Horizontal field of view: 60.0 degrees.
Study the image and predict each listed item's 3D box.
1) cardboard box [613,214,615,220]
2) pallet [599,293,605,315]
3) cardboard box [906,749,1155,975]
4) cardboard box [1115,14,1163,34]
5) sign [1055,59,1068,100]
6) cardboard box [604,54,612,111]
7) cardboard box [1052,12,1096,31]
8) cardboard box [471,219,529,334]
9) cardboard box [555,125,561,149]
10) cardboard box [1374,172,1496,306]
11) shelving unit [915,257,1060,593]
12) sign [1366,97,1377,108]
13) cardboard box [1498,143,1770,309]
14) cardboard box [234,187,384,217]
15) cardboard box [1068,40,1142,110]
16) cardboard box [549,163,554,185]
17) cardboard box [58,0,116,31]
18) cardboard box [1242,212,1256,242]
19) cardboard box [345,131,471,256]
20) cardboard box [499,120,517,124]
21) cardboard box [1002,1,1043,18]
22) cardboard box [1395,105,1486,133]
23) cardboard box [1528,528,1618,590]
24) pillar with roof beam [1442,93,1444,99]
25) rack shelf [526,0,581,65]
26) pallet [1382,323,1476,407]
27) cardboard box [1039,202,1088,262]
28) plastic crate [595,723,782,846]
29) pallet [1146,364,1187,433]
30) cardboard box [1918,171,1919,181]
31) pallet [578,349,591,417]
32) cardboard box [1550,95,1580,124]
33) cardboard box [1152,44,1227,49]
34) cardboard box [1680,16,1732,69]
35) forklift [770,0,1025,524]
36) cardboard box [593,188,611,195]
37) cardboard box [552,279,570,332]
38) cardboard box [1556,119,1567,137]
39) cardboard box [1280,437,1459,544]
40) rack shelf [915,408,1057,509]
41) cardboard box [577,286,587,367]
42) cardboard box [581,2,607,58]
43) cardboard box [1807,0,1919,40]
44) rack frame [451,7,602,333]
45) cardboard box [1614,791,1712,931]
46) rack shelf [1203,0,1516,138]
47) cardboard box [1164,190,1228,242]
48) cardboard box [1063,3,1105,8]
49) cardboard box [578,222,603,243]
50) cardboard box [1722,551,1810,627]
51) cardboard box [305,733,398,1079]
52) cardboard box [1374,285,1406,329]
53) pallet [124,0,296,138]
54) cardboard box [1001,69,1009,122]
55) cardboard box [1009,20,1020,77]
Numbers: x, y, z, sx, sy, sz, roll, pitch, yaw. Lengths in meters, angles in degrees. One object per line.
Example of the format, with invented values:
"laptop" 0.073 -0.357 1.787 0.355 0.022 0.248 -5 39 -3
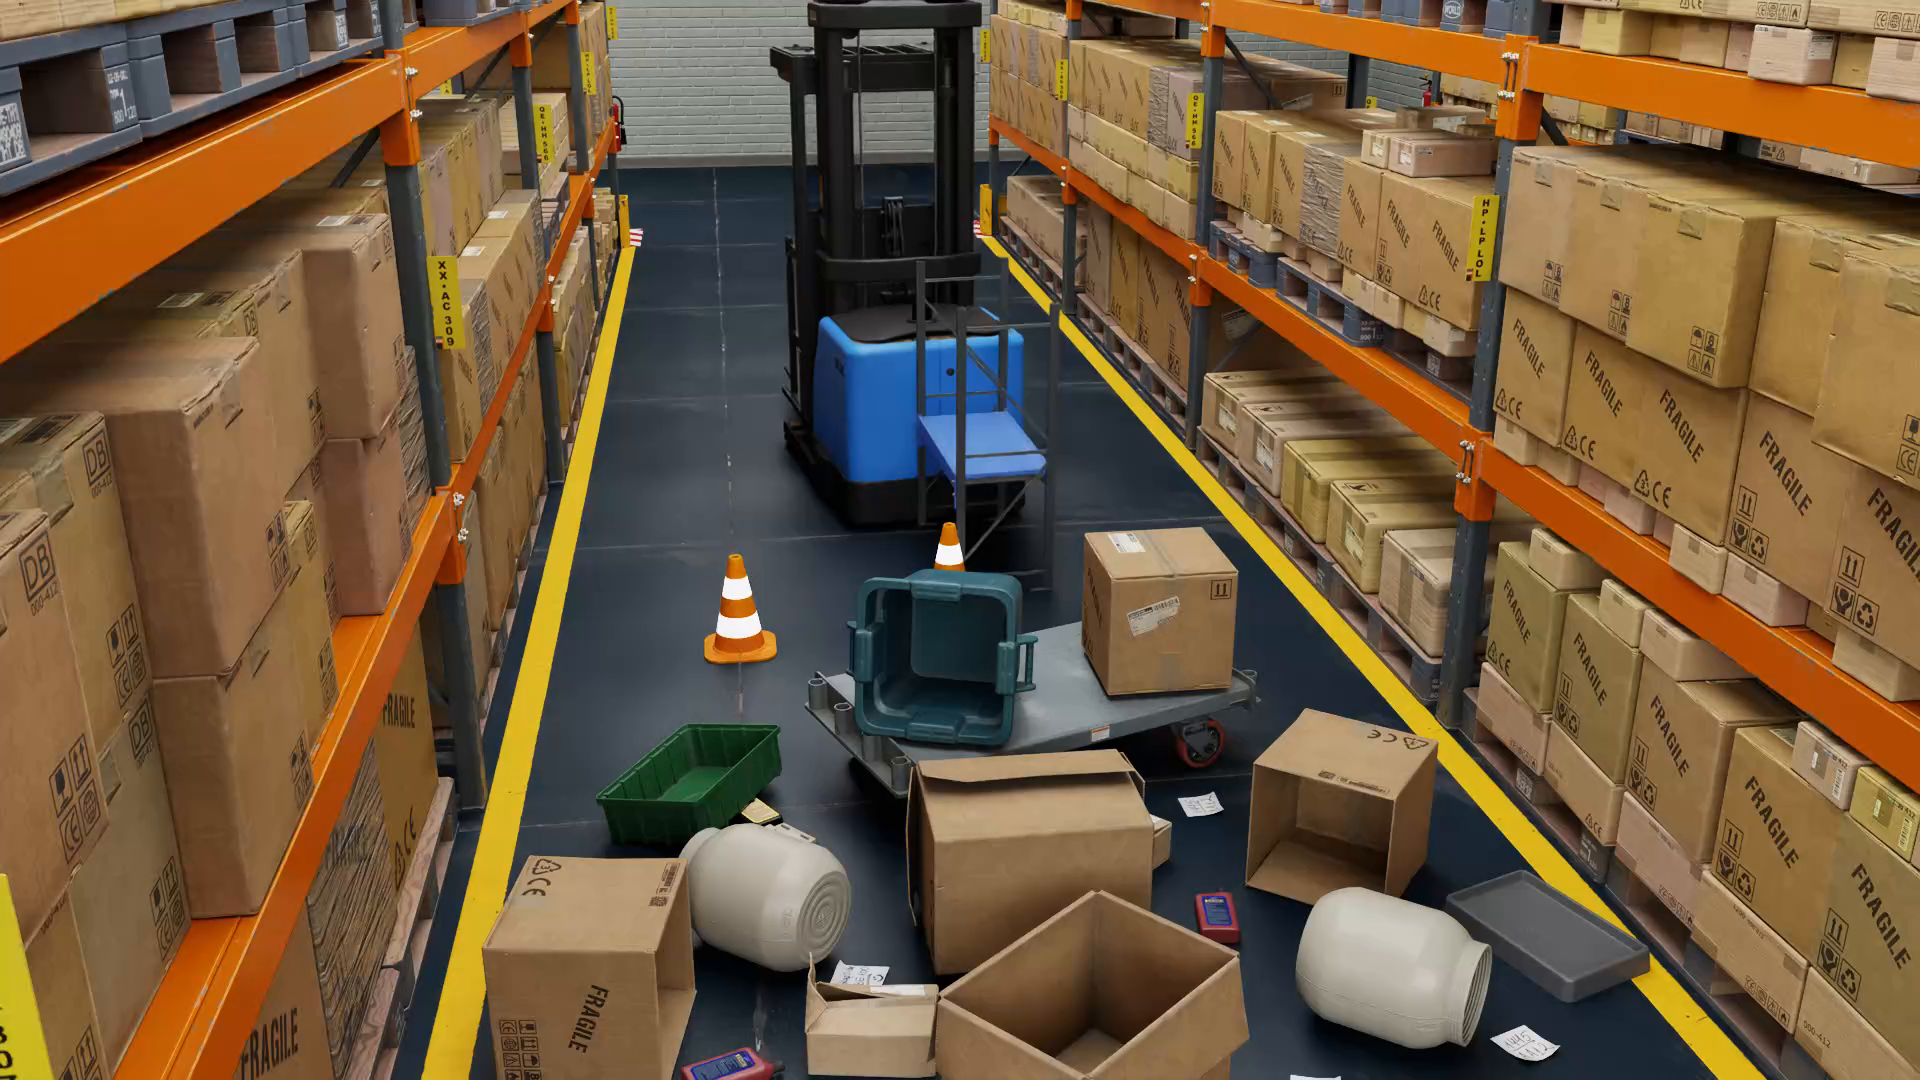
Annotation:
"cardboard box" -3.709 -3.341 16.925 0.380 0.149 0.250 -3 21 -9
"pallet" -3.622 -2.049 14.400 1.003 0.211 1.213 -3 21 -8
"cardboard box" 0.222 1.048 5.497 0.797 0.637 0.503 -3 21 -8
"cardboard box" 1.552 -4.438 14.313 0.380 0.149 0.250 -3 21 -7
"sign" 0.844 -3.823 13.814 0.100 0.325 0.005 -3 21 -8
"cardboard box" -3.748 -4.553 16.551 0.500 0.500 0.500 -2 21 -7
"cardboard box" 1.023 -4.589 14.716 0.380 0.149 0.250 -3 21 -8
"cardboard box" -2.441 -1.298 8.261 0.500 0.500 0.500 -3 21 -9
"cardboard box" -3.122 -2.943 12.143 0.380 0.149 0.250 -4 21 -10
"cardboard box" 2.180 -1.342 7.354 0.500 0.500 0.500 -3 21 -7
"shelving unit" 0.120 -0.609 8.660 0.538 1.500 1.048 -5 23 -11
"sign" 2.505 -2.560 10.241 0.100 0.325 0.005 -3 21 -8
"cardboard box" 2.395 -1.130 5.958 0.700 0.500 0.500 -3 21 -8
"cardboard box" -2.318 -0.801 5.316 0.875 0.550 0.550 -3 21 -8
"cardboard box" 1.172 -3.757 13.417 0.500 0.500 0.500 -3 21 -7
"cardboard box" -3.008 -2.533 11.469 0.380 0.149 0.250 -4 21 -10
"cardboard box" -1.603 -0.898 2.662 0.380 0.149 0.250 -3 21 -7
"cardboard box" 1.834 -1.784 9.466 0.380 0.149 0.250 -4 21 -11
"cardboard box" -2.635 -1.569 7.558 0.700 0.500 0.500 -3 21 -8
"cardboard box" -2.980 -2.722 11.125 0.380 0.149 0.250 -2 21 -6
"cardboard box" 0.626 -5.293 16.602 0.380 0.149 0.250 -2 21 -6
"cardboard box" 2.485 -2.159 8.613 0.380 0.149 0.250 -4 21 -10
"cardboard box" 2.323 0.061 6.096 0.380 0.149 0.250 -3 21 -7
"pillar with roof beam" 1.971 -8.618 19.428 9.100 9.000 0.400 -3 21 -8
"rack shelf" -3.202 -3.500 11.041 1.077 0.370 4.000 -3 21 -8
"pallet" 2.580 -0.821 7.402 1.003 0.211 1.213 -3 21 -8
"cardboard box" 1.279 -2.938 15.857 0.875 0.438 0.875 -4 21 -9
"plastic crate" -1.016 0.930 6.376 0.450 0.188 0.662 -2 18 24
"pallet" 1.931 -0.994 11.577 1.003 0.211 1.213 -3 21 -8
"cardboard box" 6.962 -2.705 11.429 0.500 0.500 0.500 -2 21 -5
"pallet" -3.198 -1.125 11.927 1.003 0.211 1.213 -3 21 -8
"cardboard box" 5.903 -4.066 15.606 0.500 0.250 0.500 -3 21 -8
"cardboard box" 1.788 -3.603 13.005 0.500 0.500 0.500 -3 21 -7
"cardboard box" 2.473 -1.544 5.135 0.380 0.149 0.250 -2 21 -6
"forklift" -0.520 -1.946 10.237 1.130 2.935 3.031 -6 21 -15
"cardboard box" -3.740 -3.479 16.867 0.380 0.149 0.250 -3 21 -7
"cardboard box" -2.847 -1.543 10.961 0.500 0.250 0.500 -3 21 -8
"cardboard box" 5.877 -3.911 15.758 0.380 0.149 0.250 -2 21 -6
"cardboard box" 2.259 -0.276 8.823 0.950 0.372 0.625 -2 21 -6
"rack shelf" 0.119 -0.442 8.728 0.538 0.185 1.000 -5 23 -11
"cardboard box" -2.991 -1.551 12.054 0.500 0.500 0.500 -3 21 -9
"cardboard box" -3.755 -5.018 16.367 0.500 0.500 0.500 -3 21 -9
"cardboard box" 2.557 -1.420 4.234 0.500 0.250 0.500 -3 21 -7
"rack frame" -3.491 -3.124 13.294 1.000 3.000 0.127 -3 21 -8
"cardboard box" 2.531 1.038 5.479 0.500 0.250 0.500 -3 21 -8
"rack shelf" 2.258 -2.400 8.095 1.077 0.370 4.000 -3 21 -8
"cardboard box" 1.640 -2.116 10.808 0.500 0.250 0.500 -4 21 -10
"cardboard box" 1.211 -5.144 16.202 0.380 0.149 0.250 -3 21 -8
"cardboard box" -3.418 -2.759 14.939 0.380 0.149 0.250 -2 21 -7
"cardboard box" 2.514 0.133 4.932 0.380 0.149 0.250 -3 21 -8
"cardboard box" -2.182 0.977 4.749 0.875 0.875 0.875 -3 21 -7
"cardboard box" 2.106 -1.062 7.531 0.380 0.149 0.250 -3 21 -9
"pallet" -2.057 -1.013 3.480 1.003 0.211 1.213 -3 21 -8
"cardboard box" 0.702 -4.486 16.798 0.500 0.500 0.500 -3 21 -9
"cardboard box" 0.767 -4.772 16.134 0.500 0.500 0.500 -3 21 -8
